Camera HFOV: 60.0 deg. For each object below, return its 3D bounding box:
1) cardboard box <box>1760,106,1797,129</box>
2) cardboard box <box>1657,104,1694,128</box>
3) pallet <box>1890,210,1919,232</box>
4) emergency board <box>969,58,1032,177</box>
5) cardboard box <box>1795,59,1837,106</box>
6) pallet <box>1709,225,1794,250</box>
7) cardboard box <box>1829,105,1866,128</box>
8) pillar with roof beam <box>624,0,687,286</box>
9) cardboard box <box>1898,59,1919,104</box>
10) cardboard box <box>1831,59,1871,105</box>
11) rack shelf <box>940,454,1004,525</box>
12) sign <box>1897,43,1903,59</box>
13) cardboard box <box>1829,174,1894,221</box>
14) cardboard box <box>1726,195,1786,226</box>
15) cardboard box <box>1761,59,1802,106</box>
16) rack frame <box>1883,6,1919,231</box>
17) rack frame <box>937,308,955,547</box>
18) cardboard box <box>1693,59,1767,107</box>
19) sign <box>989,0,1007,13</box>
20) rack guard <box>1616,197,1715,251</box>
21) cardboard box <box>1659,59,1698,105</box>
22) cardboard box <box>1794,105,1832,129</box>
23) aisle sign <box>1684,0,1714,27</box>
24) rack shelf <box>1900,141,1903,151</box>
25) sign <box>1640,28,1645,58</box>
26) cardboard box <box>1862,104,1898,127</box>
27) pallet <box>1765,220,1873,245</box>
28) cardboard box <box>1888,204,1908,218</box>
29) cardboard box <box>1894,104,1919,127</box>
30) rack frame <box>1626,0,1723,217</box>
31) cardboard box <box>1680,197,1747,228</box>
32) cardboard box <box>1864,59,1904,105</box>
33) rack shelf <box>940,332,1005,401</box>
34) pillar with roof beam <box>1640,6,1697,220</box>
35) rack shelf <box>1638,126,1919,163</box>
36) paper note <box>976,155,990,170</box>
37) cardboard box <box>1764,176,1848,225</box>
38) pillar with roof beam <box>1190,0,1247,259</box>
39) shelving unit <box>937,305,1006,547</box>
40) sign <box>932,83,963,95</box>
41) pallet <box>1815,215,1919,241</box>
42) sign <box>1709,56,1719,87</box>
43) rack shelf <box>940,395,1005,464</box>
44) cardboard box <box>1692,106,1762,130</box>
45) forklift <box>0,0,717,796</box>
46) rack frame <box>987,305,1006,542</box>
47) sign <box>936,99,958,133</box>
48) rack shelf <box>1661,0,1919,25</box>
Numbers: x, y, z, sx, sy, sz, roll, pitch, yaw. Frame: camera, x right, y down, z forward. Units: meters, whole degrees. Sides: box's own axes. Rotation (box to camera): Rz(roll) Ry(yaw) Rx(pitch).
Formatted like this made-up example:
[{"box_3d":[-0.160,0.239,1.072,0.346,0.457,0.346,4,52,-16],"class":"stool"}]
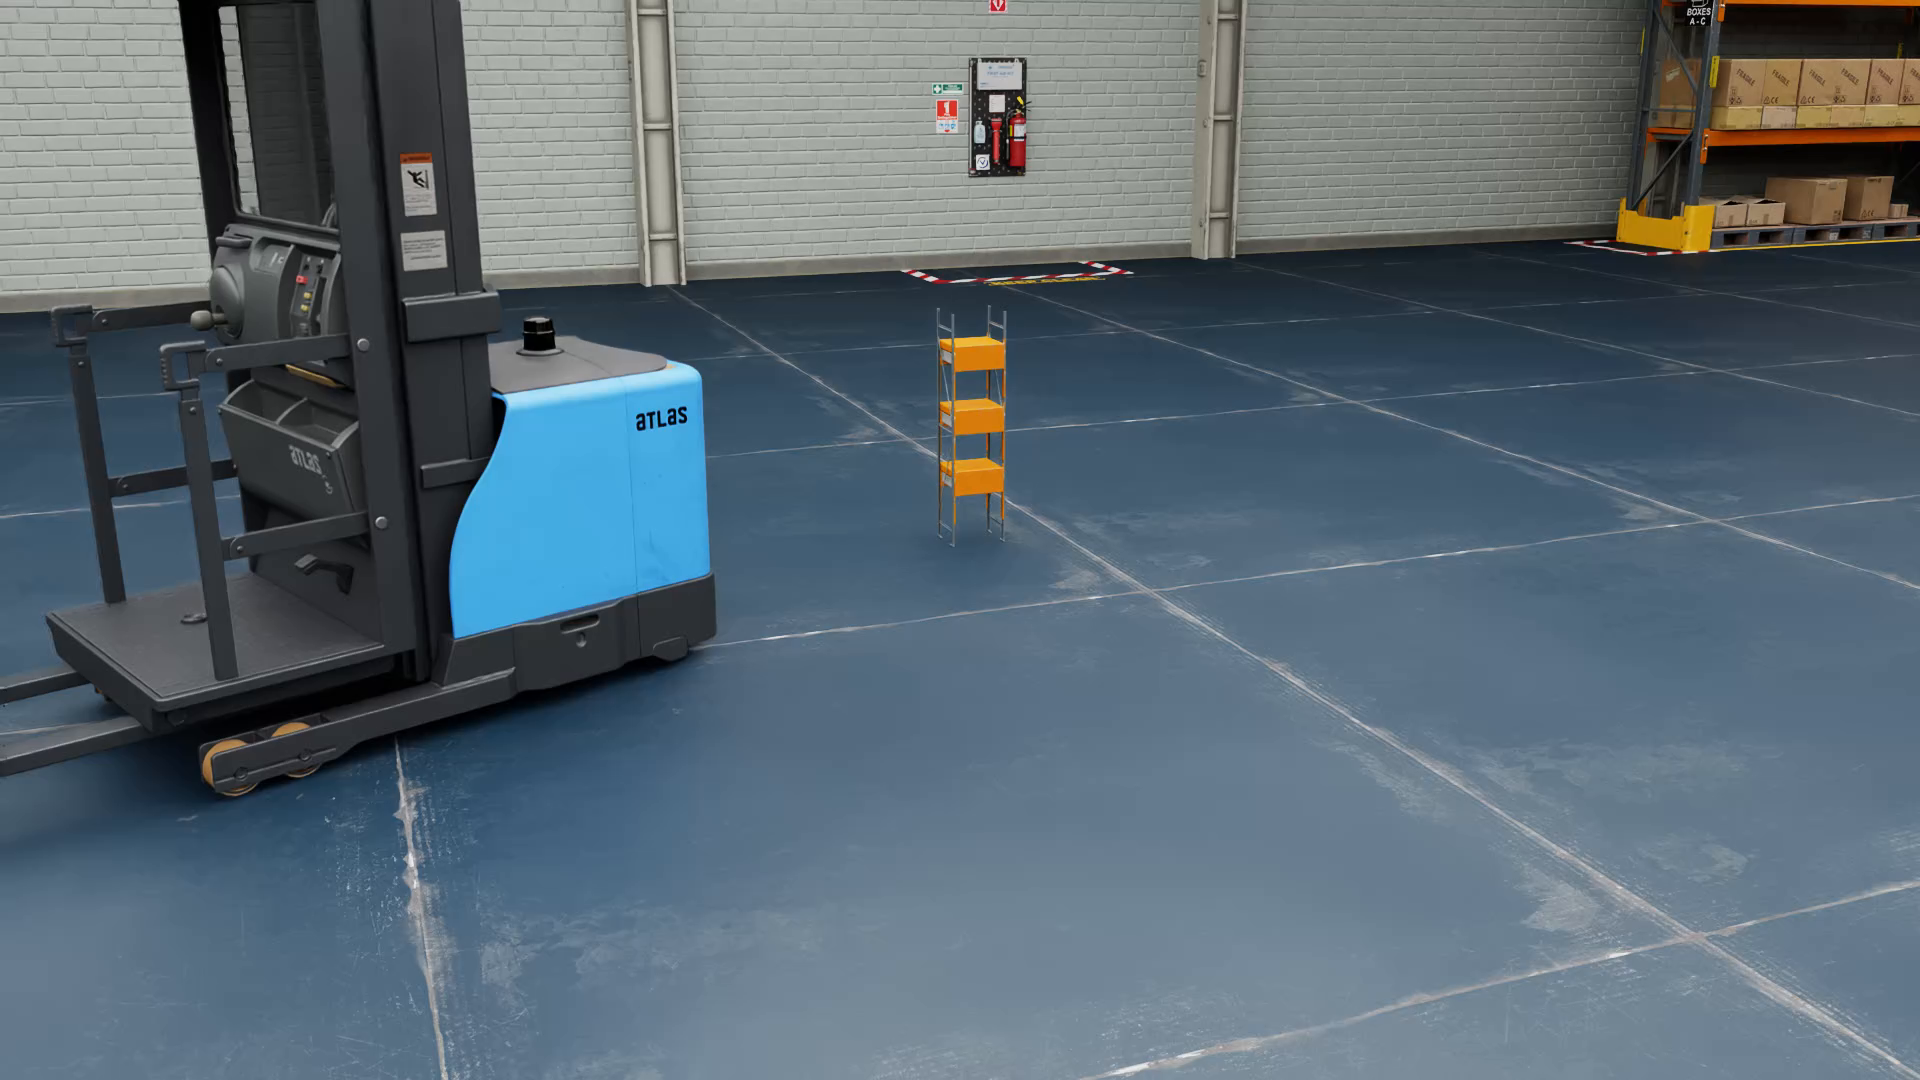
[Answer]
[{"box_3d":[9.052,-4.780,18.782,0.500,0.250,0.500,-7,18,-22],"class":"cardboard box"},{"box_3d":[8.370,-4.856,19.042,0.500,0.250,0.500,-6,17,-19],"class":"cardboard box"},{"box_3d":[12.465,-3.965,20.725,1.213,0.211,1.003,-6,17,-20],"class":"pallet"},{"box_3d":[0.423,-4.275,16.831,0.643,1.169,0.194,-6,17,-20],"class":"emergency board"},{"box_3d":[9.506,-5.185,18.830,0.500,0.500,0.500,-7,18,-22],"class":"cardboard box"},{"box_3d":[8.846,-3.563,19.356,1.213,0.211,1.003,-6,17,-20],"class":"pallet"},{"box_3d":[10.003,-4.880,19.123,0.500,0.250,0.500,-6,17,-20],"class":"cardboard box"},{"box_3d":[-1.318,-5.655,10.883,0.400,9.000,9.100,-6,17,-20],"class":"pillar with roof beam"},{"box_3d":[10.944,-5.340,19.360,0.500,0.500,0.500,-6,17,-20],"class":"cardboard box"},{"box_3d":[9.984,-5.240,19.017,0.500,0.500,0.500,-6,17,-18],"class":"cardboard box"},{"box_3d":[0.050,-0.232,7.550,0.240,0.259,0.215,-6,17,-20],"class":"rack shelf"},{"box_3d":[11.537,-5.925,20.396,0.005,0.325,0.100,-6,17,-20],"class":"sign"},{"box_3d":[10.784,-4.120,19.961,0.500,0.500,0.500,-8,18,-24],"class":"cardboard box"},{"box_3d":[9.214,-3.845,19.359,0.500,0.311,0.500,-5,17,-15],"class":"cardboard box"},{"box_3d":[9.022,-5.134,18.658,0.500,0.500,0.500,-6,17,-20],"class":"cardboard box"},{"box_3d":[11.738,-5.224,20.063,0.127,3.000,1.000,-6,17,-20],"class":"rack frame"},{"box_3d":[-0.064,-0.497,7.427,0.008,1.050,0.200,-6,17,-20],"class":"rack frame"},{"box_3d":[8.557,-5.087,18.497,0.500,0.500,0.500,-6,17,-20],"class":"cardboard box"},{"box_3d":[0.380,-5.412,16.591,0.199,0.298,0.001,-6,17,-20],"class":"sign"},{"box_3d":[8.074,-3.629,19.068,0.348,0.500,1.175,-6,17,-20],"class":"rack guard"},{"box_3d":[8.367,-5.221,18.955,0.500,0.500,0.500,-6,18,-21],"class":"cardboard box"},{"box_3d":[9.530,-4.830,18.952,0.500,0.250,0.500,-6,18,-21],"class":"cardboard box"},{"box_3d":[8.043,-5.982,18.030,0.004,0.787,0.394,-6,17,-20],"class":"aisle sign"},{"box_3d":[13.606,-5.080,20.851,4.000,0.370,1.077,-6,17,-20],"class":"rack shelf"},{"box_3d":[7.823,-5.676,18.986,0.005,0.325,0.100,-6,17,-20],"class":"sign"},{"box_3d":[10.472,-4.931,19.297,0.500,0.250,0.500,-6,17,-20],"class":"cardboard box"},{"box_3d":[9.983,-3.685,19.771,1.213,0.211,1.003,-6,17,-20],"class":"pallet"},{"box_3d":[11.250,-4.014,20.190,0.250,0.166,0.380,-9,18,-27],"class":"cardboard box"},{"box_3d":[10.936,-4.986,19.484,0.500,0.250,0.500,-6,17,-20],"class":"cardboard box"},{"box_3d":[8.003,-4.820,18.690,0.127,3.000,1.000,-6,17,-20],"class":"rack frame"},{"box_3d":[8.682,-3.788,19.164,0.500,0.311,0.500,-8,18,-26],"class":"cardboard box"},{"box_3d":[10.470,-5.292,19.197,0.500,0.500,0.500,-7,18,-22],"class":"cardboard box"},{"box_3d":[0.050,-0.771,7.392,0.240,0.259,0.215,-6,17,-20],"class":"rack shelf"},{"box_3d":[9.888,-6.864,15.003,0.400,9.000,9.100,-6,17,-20],"class":"pillar with roof beam"},{"box_3d":[9.871,-4.677,19.478,4.000,0.370,1.077,-6,17,-20],"class":"rack shelf"},{"box_3d":[0.233,-3.852,16.956,0.142,0.148,0.016,-6,17,-20],"class":"paper note"},{"box_3d":[9.917,-3.997,19.540,0.500,0.500,0.700,-7,18,-24],"class":"cardboard box"},{"box_3d":[4.285,-6.259,12.943,0.400,9.000,9.100,-6,17,-20],"class":"pillar with roof beam"},{"box_3d":[0.050,-0.509,7.469,0.252,1.050,0.215,-6,17,-20],"class":"shelving unit"},{"box_3d":[-0.122,-4.515,16.647,0.331,0.109,0.001,-6,17,-20],"class":"sign"},{"box_3d":[11.124,-3.809,20.194,1.213,0.211,1.003,-6,17,-20],"class":"pallet"},{"box_3d":[8.198,-5.093,18.082,0.005,0.325,0.100,-6,17,-20],"class":"sign"},{"box_3d":[0.050,-0.499,7.472,0.240,0.259,0.215,-6,17,-20],"class":"rack shelf"},{"box_3d":[8.573,-4.724,18.591,0.500,0.250,0.500,-7,18,-22],"class":"cardboard box"},{"box_3d":[-2.318,-0.803,5.131,3.031,2.935,1.130,-15,22,-41],"class":"forklift"},{"box_3d":[0.164,-0.521,7.511,0.008,1.050,0.200,-6,17,-20],"class":"rack frame"},{"box_3d":[-0.130,-4.263,16.728,0.234,0.329,0.001,-6,17,-20],"class":"sign"},{"box_3d":[9.871,-6.116,19.055,4.000,0.370,1.077,-6,17,-20],"class":"rack shelf"}]
